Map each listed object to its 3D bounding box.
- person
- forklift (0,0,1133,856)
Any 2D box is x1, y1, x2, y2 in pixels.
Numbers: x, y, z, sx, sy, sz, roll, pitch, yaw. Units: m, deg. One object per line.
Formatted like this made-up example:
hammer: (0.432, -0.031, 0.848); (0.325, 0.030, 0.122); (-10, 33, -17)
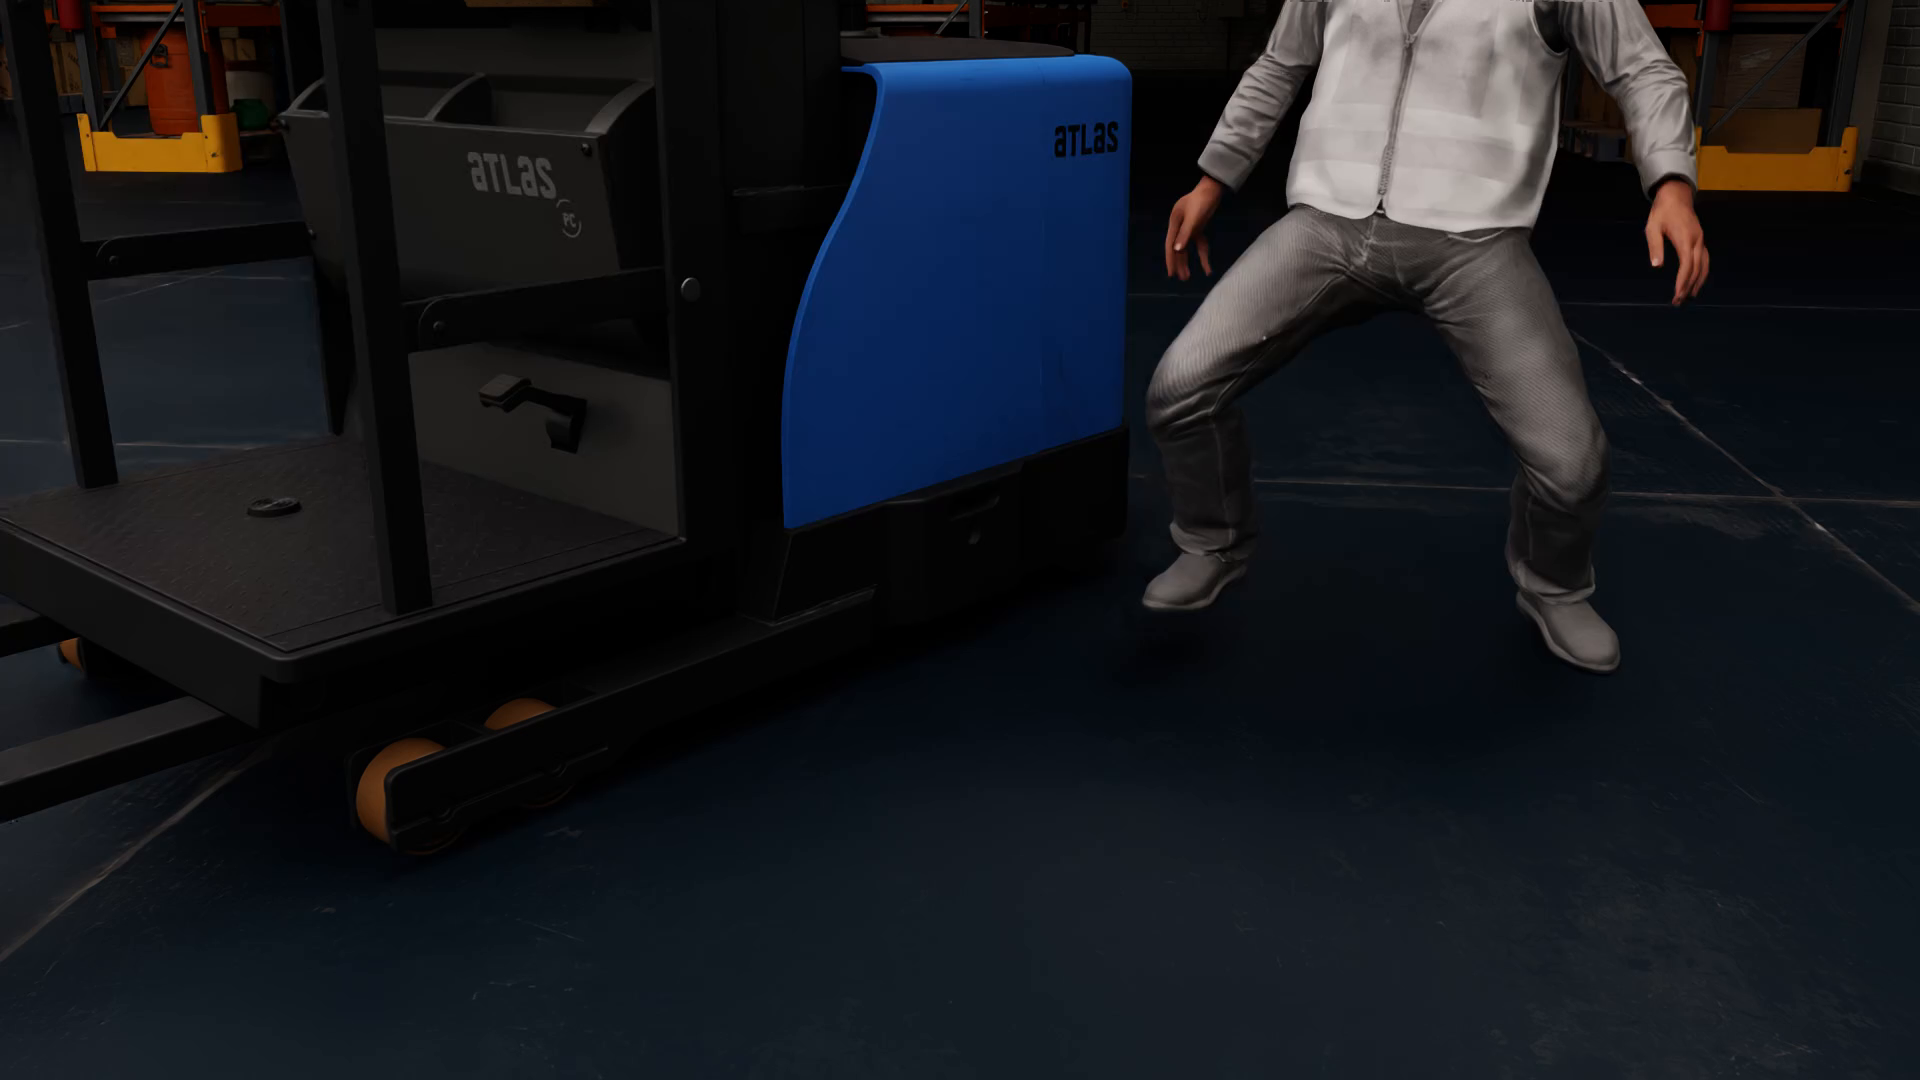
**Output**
person: (0.814, -0.568, 2.874); (0.937, 1.646, 0.677); (10, 20, 28)
forklift: (-0.974, -1.115, 2.488); (1.130, 2.935, 3.031); (14, 23, 38)
